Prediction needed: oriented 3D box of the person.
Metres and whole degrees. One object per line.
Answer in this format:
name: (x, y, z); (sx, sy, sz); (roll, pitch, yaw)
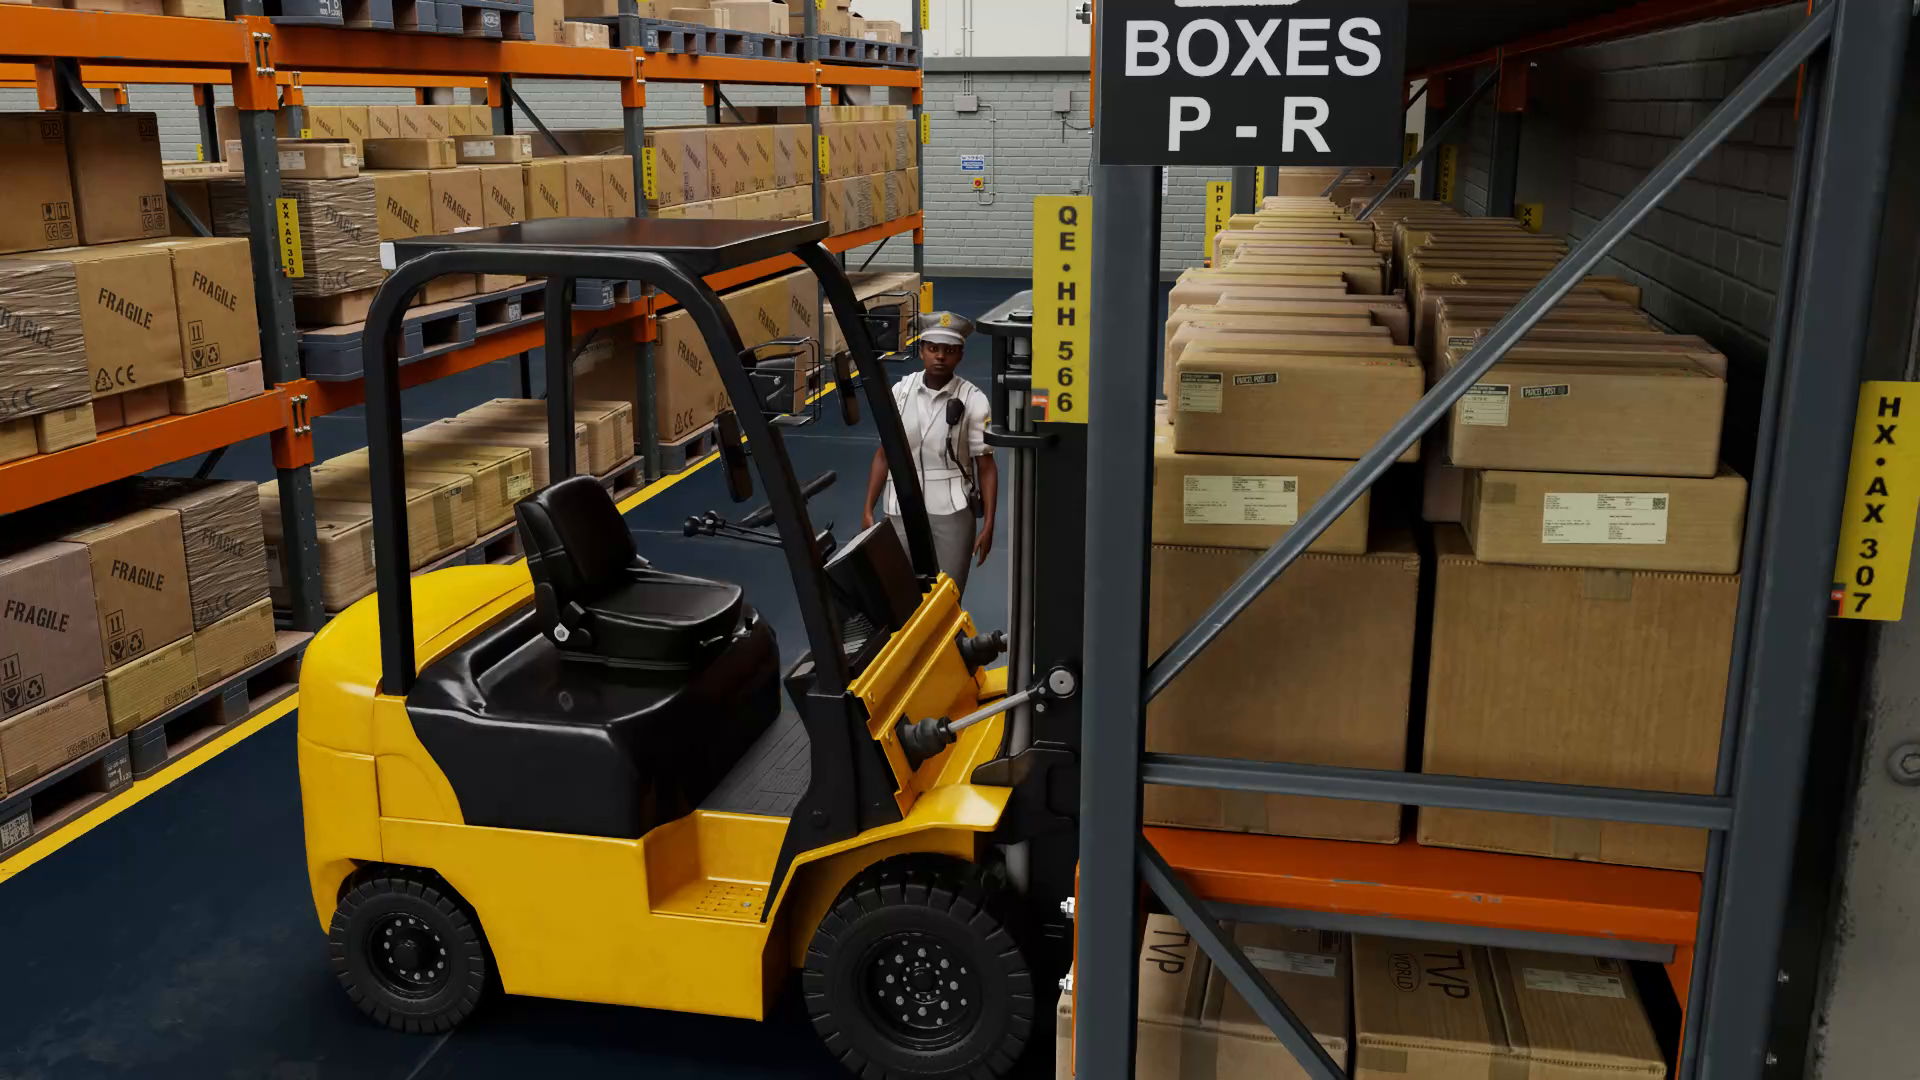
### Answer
person: (-0.147, -0.063, 6.652); (0.568, 1.694, 0.529); (3, 15, 11)
